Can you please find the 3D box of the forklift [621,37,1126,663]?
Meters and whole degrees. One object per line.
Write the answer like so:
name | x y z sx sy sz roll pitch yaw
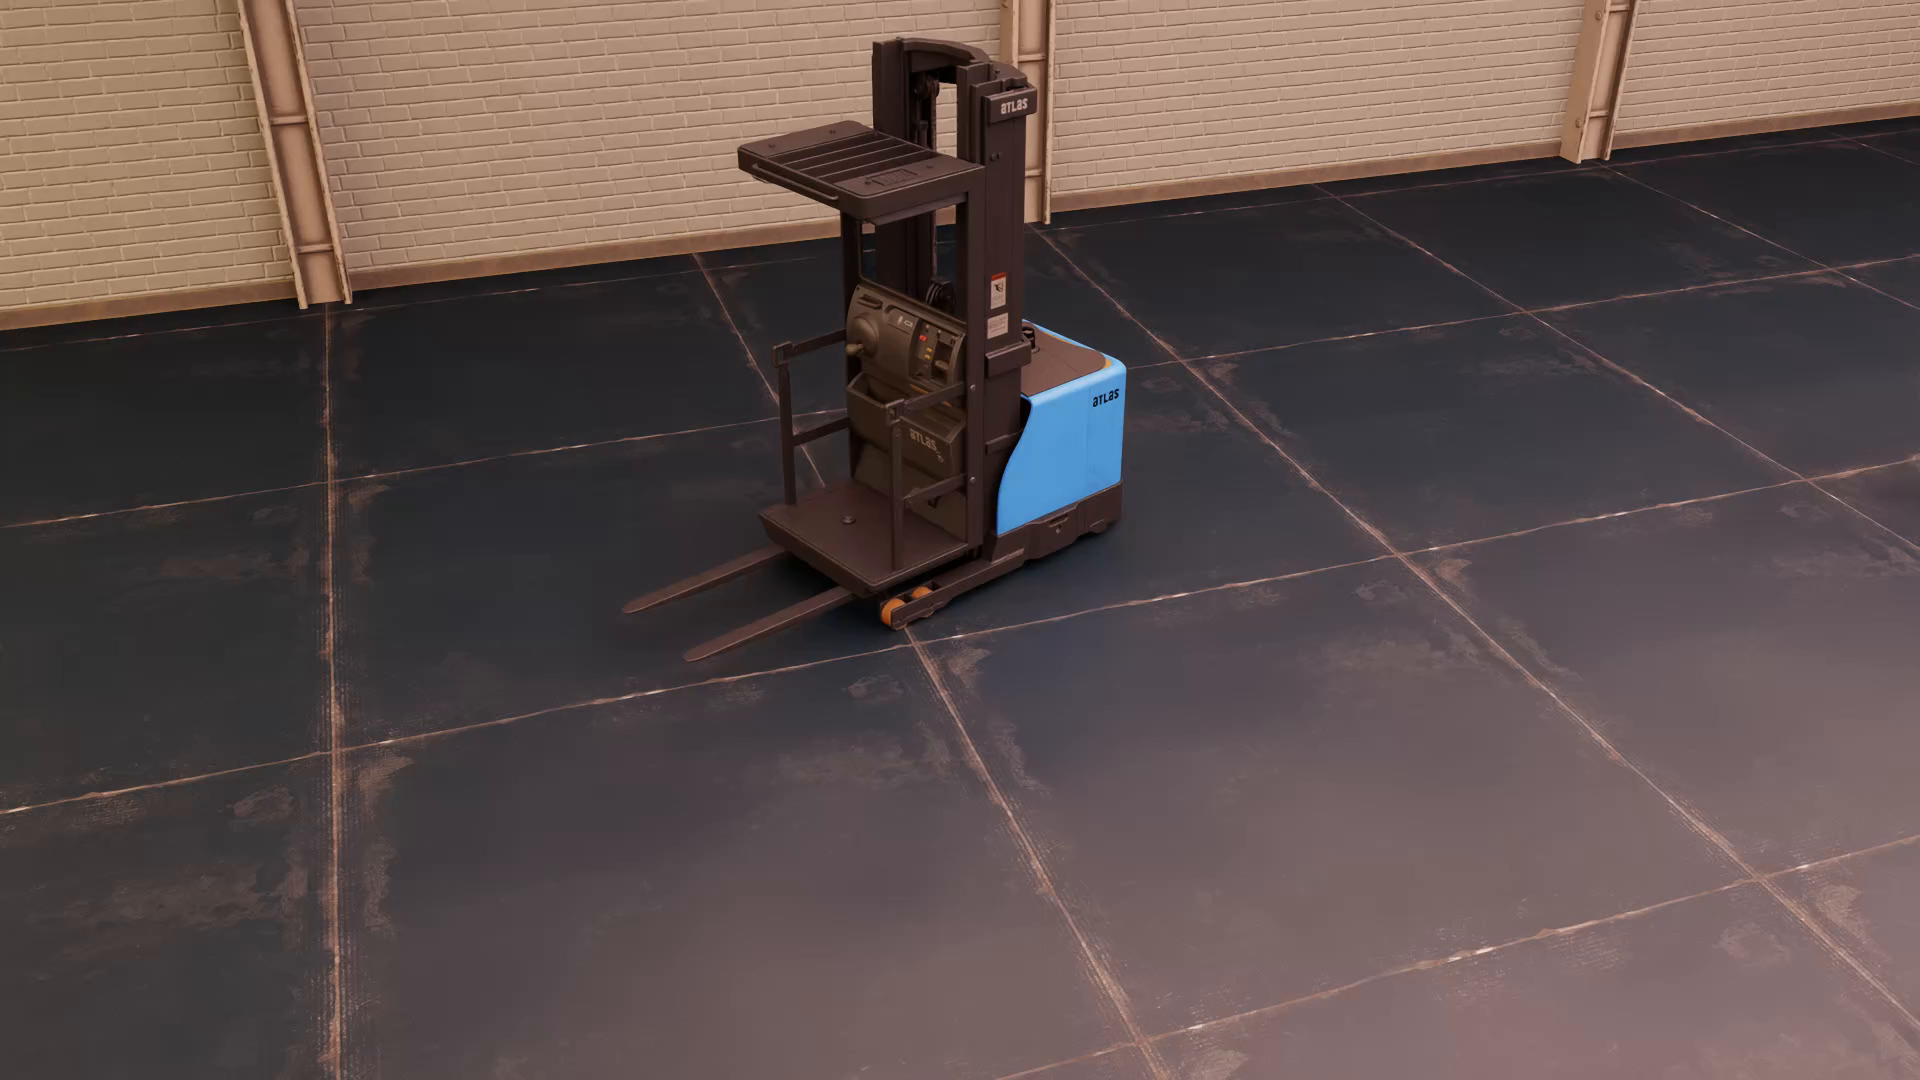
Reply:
forklift | -0.461 -1.072 8.951 3.031 2.935 1.130 -23 37 -34
